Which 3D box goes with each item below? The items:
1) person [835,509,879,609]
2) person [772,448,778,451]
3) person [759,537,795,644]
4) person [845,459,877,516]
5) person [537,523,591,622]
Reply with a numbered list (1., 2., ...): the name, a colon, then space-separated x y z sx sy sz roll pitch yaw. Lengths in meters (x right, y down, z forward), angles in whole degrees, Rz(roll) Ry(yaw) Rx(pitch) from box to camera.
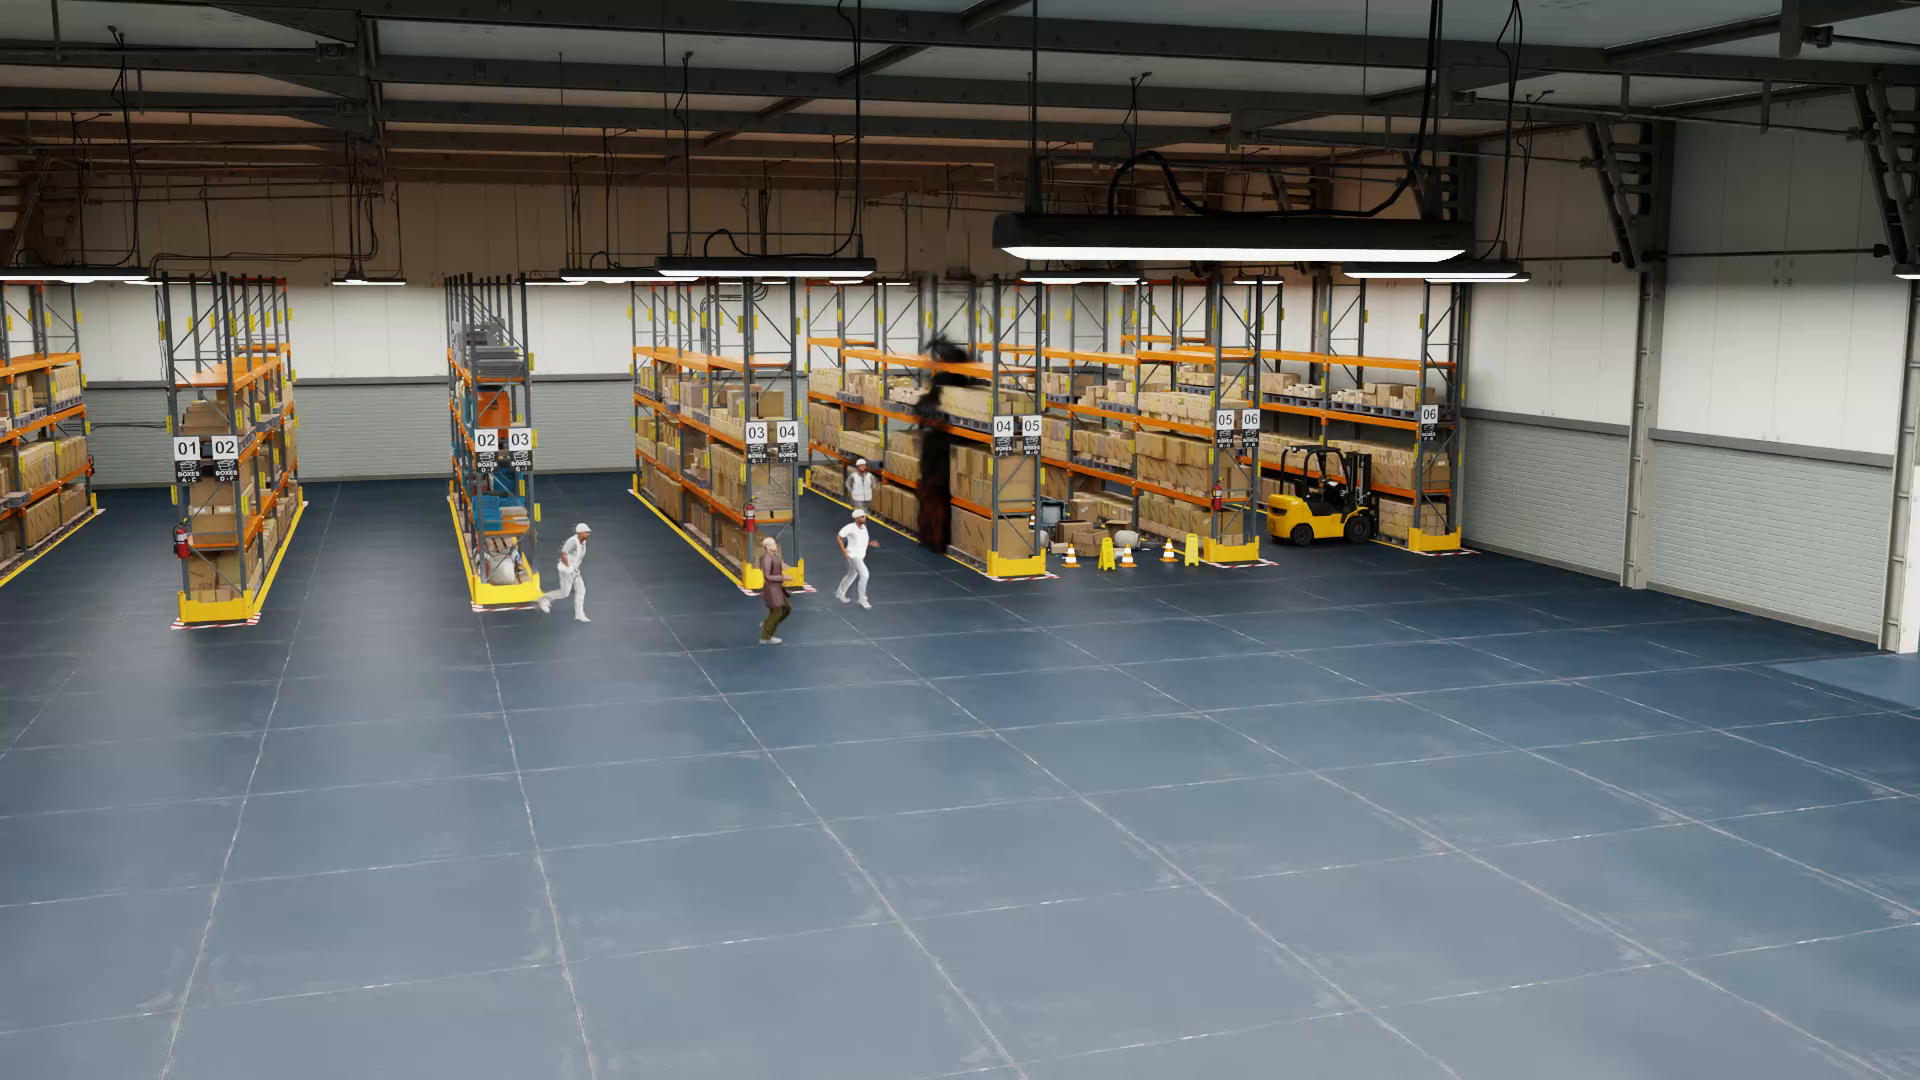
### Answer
1. person: -1.888 0.329 30.054 0.872 1.809 0.618 3 9 20
2. person: -5.202 -2.182 46.797 0.658 1.843 0.745 -2 9 -16
3. person: -2.960 0.815 26.873 0.634 1.733 0.698 0 9 3
4. person: -2.096 -0.835 35.828 0.633 1.849 0.771 -4 10 -25
5. person: -6.854 0.560 28.851 1.000 1.725 0.694 0 9 3
